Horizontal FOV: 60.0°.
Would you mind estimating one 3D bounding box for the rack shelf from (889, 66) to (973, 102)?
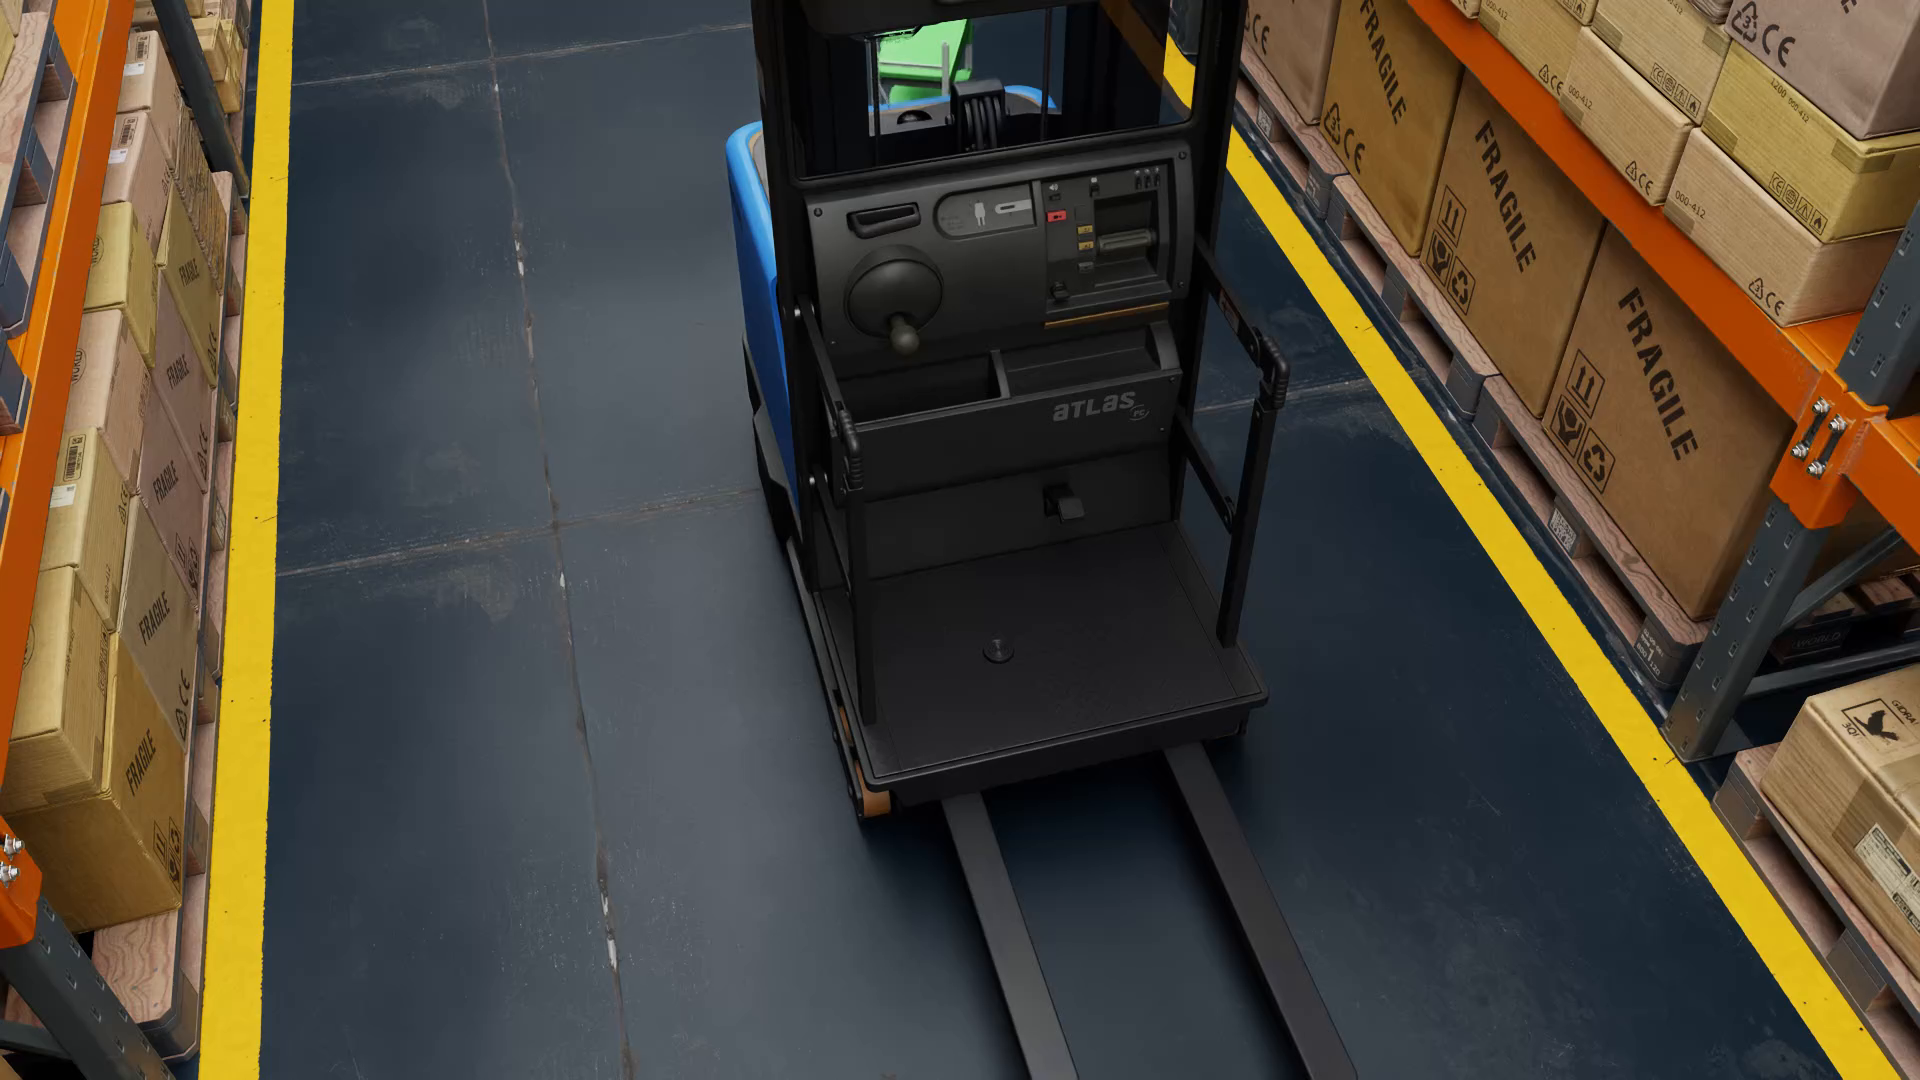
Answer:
[{"bbox_3d":[-0.118,-1.397,5.532,0.258,0.148,0.480,6,46,6],"label":"rack shelf"}]

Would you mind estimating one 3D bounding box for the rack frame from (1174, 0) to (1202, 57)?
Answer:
[{"bbox_3d":[1.455,-3.316,6.400,1.000,3.000,0.127,-11,47,-10],"label":"rack frame"}]

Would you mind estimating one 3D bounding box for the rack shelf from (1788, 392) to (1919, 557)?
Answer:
[{"bbox_3d":[2.991,1.078,2.597,1.077,0.370,4.000,-11,47,-10],"label":"rack shelf"}]

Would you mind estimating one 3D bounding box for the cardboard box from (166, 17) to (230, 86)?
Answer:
[{"bbox_3d":[-3.087,-1.903,6.509,0.380,0.149,0.250,-9,46,-8],"label":"cardboard box"}]

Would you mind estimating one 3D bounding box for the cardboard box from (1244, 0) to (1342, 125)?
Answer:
[{"bbox_3d":[1.691,-2.306,6.603,0.875,0.875,0.875,-9,46,-9],"label":"cardboard box"}]

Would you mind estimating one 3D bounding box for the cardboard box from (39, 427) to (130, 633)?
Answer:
[{"bbox_3d":[-2.352,0.015,4.066,0.500,0.250,0.500,-11,47,-11],"label":"cardboard box"}]

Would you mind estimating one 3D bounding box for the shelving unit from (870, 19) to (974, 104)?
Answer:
[{"bbox_3d":[-0.118,-1.273,5.658,0.258,1.200,0.503,6,46,6],"label":"shelving unit"}]

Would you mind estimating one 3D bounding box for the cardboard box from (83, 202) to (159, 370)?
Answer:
[{"bbox_3d":[-2.601,-0.688,4.755,0.500,0.250,0.500,-13,47,-12],"label":"cardboard box"}]

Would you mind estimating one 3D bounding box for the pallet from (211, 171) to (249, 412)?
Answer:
[{"bbox_3d":[-3.103,-0.828,5.914,1.003,0.211,1.213,-11,47,-10],"label":"pallet"}]

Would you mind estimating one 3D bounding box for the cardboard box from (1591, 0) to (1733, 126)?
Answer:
[{"bbox_3d":[1.975,-1.318,4.197,0.500,0.250,0.500,-12,47,-11],"label":"cardboard box"}]

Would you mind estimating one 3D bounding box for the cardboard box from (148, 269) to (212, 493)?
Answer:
[{"bbox_3d":[-2.613,-0.439,5.036,0.500,0.500,0.500,-12,47,-11],"label":"cardboard box"}]

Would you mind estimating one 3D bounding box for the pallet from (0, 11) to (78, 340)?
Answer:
[{"bbox_3d":[-2.826,-0.872,4.138,1.003,0.211,1.213,-11,47,-10],"label":"pallet"}]

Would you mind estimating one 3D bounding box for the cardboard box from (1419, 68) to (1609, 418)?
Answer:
[{"bbox_3d":[2.159,-1.066,5.389,0.875,0.875,0.875,-10,46,-10],"label":"cardboard box"}]

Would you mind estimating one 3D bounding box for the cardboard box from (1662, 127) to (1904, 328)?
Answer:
[{"bbox_3d":[2.099,-0.804,4.042,0.500,0.250,0.500,-12,47,-12],"label":"cardboard box"}]

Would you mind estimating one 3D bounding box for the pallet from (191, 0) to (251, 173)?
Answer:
[{"bbox_3d":[-3.510,-1.823,6.888,1.003,0.211,1.213,-11,47,-10],"label":"pallet"}]

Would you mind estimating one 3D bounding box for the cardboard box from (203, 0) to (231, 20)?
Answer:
[{"bbox_3d":[-3.269,-2.146,6.955,0.380,0.149,0.250,-11,47,-11],"label":"cardboard box"}]

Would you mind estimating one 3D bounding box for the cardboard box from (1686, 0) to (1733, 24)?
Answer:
[{"bbox_3d":[1.955,-1.601,3.949,0.500,0.500,0.500,-10,46,-10],"label":"cardboard box"}]

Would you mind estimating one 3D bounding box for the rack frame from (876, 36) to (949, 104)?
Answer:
[{"bbox_3d":[-0.154,-1.101,5.489,0.240,1.200,0.015,6,46,6],"label":"rack frame"}]

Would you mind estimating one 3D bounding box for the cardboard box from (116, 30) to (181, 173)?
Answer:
[{"bbox_3d":[-2.869,-1.408,5.461,0.500,0.250,0.500,-12,47,-11],"label":"cardboard box"}]

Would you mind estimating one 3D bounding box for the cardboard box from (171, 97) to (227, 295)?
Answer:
[{"bbox_3d":[-2.871,-1.148,5.731,0.500,0.500,0.500,-12,47,-11],"label":"cardboard box"}]

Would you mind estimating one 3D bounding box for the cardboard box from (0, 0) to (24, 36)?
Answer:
[{"bbox_3d":[-2.741,-1.447,4.449,0.380,0.149,0.250,-13,47,-12],"label":"cardboard box"}]

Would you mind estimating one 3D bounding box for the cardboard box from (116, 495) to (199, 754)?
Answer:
[{"bbox_3d":[-2.346,0.267,4.345,0.500,0.500,0.500,-10,46,-10],"label":"cardboard box"}]

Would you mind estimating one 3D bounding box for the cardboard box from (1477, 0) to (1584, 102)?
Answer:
[{"bbox_3d":[1.840,-1.504,4.729,0.500,0.250,0.500,-11,47,-11],"label":"cardboard box"}]

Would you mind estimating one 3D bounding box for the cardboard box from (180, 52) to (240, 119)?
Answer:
[{"bbox_3d":[-3.087,-1.801,6.616,0.380,0.149,0.250,-13,47,-12],"label":"cardboard box"}]

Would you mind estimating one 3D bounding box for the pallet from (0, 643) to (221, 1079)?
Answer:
[{"bbox_3d":[-2.479,0.857,4.263,1.003,0.211,1.213,-11,47,-10],"label":"pallet"}]

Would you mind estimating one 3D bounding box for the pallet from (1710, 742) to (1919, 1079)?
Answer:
[{"bbox_3d":[2.678,0.961,4.160,1.003,0.211,1.213,-11,47,-10],"label":"pallet"}]

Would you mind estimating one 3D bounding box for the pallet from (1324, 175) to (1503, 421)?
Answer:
[{"bbox_3d":[2.042,-0.977,6.060,1.003,0.211,1.213,-11,47,-10],"label":"pallet"}]

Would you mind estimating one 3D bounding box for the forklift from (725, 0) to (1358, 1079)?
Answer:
[{"bbox_3d":[0.167,-0.592,3.778,1.130,2.935,3.031,-11,47,-11],"label":"forklift"}]

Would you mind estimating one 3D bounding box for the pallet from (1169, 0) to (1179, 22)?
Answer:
[{"bbox_3d":[1.336,-2.879,7.924,1.003,0.211,1.213,-11,47,-10],"label":"pallet"}]

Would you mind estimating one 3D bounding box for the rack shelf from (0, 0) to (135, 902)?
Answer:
[{"bbox_3d":[-2.792,-0.709,4.348,1.077,0.370,4.000,-11,47,-10],"label":"rack shelf"}]

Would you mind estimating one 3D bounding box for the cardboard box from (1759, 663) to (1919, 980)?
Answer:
[{"bbox_3d":[2.614,0.610,4.098,0.950,0.372,0.625,-14,47,-13],"label":"cardboard box"}]

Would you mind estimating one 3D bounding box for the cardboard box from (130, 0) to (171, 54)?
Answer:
[{"bbox_3d":[-3.192,-1.974,6.370,0.380,0.149,0.250,-9,46,-9],"label":"cardboard box"}]
